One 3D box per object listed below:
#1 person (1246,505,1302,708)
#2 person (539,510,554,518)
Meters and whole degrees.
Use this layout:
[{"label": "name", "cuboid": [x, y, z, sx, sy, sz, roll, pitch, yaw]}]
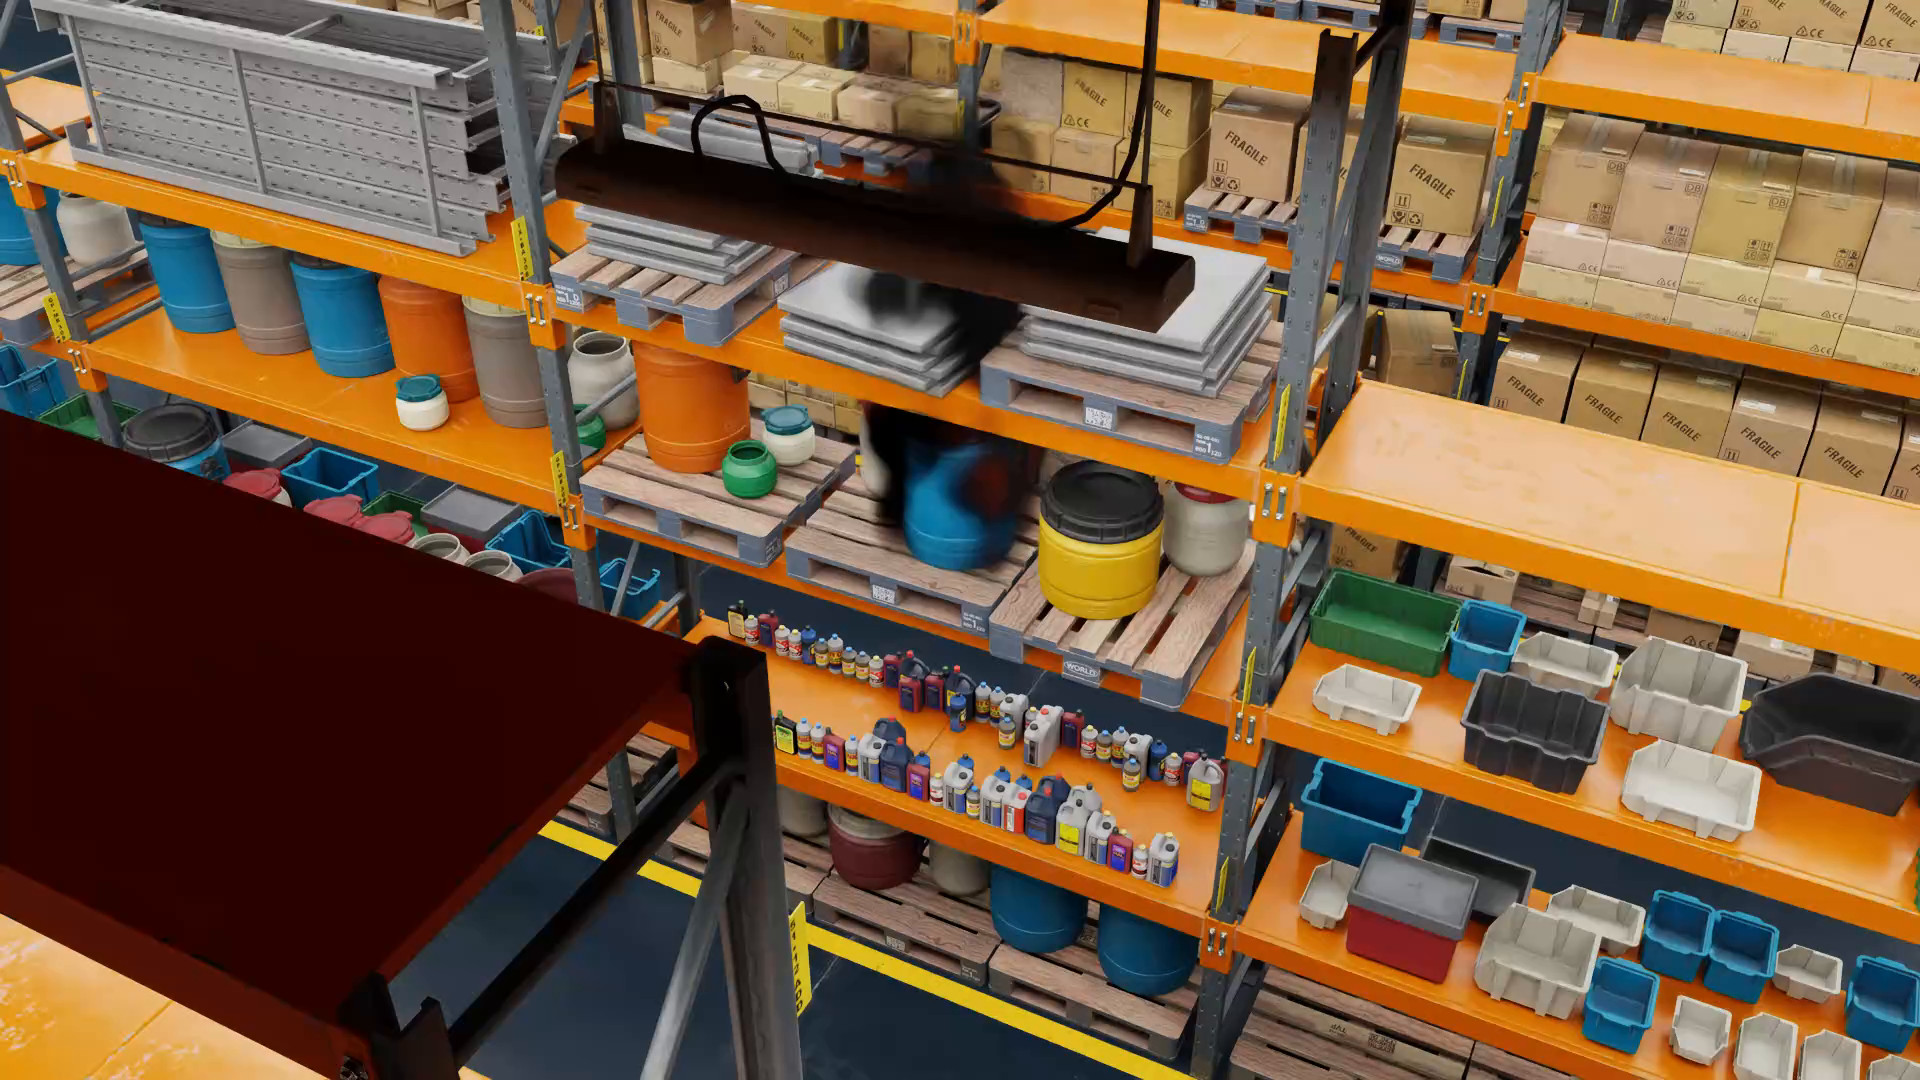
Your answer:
[{"label": "person", "cuboid": [2.067, 0.487, 11.616, 0.850, 1.815, 0.636, 11, 36, 15]}, {"label": "person", "cuboid": [-3.709, -0.921, 13.632, 0.868, 1.830, 0.614, 14, 37, 19]}]
